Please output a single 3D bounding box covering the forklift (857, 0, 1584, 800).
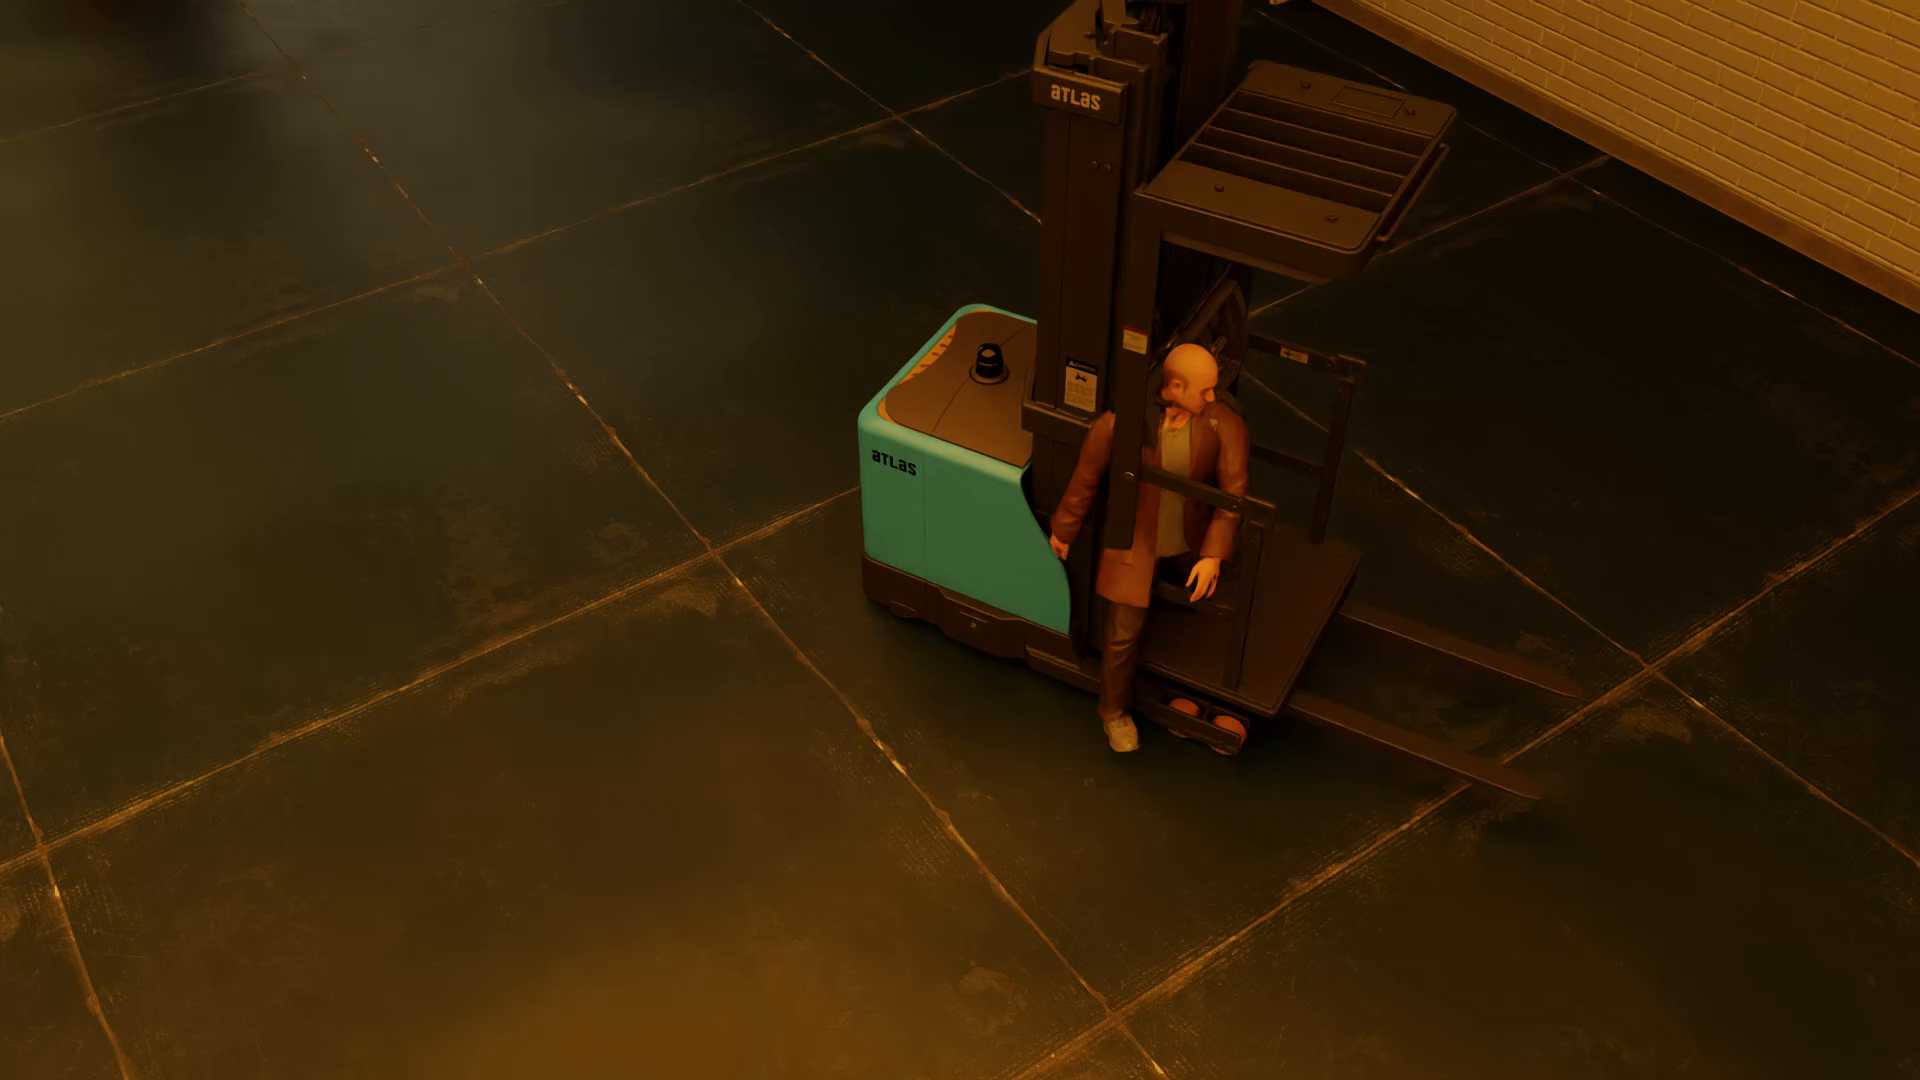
[{"bbox_3d":[1.099,-0.601,6.368,3.031,2.935,1.130,21,47,21],"label":"forklift"}]

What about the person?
[{"bbox_3d":[0.742,0.009,6.564,0.744,1.747,0.921,-9,43,-10],"label":"person"}]
